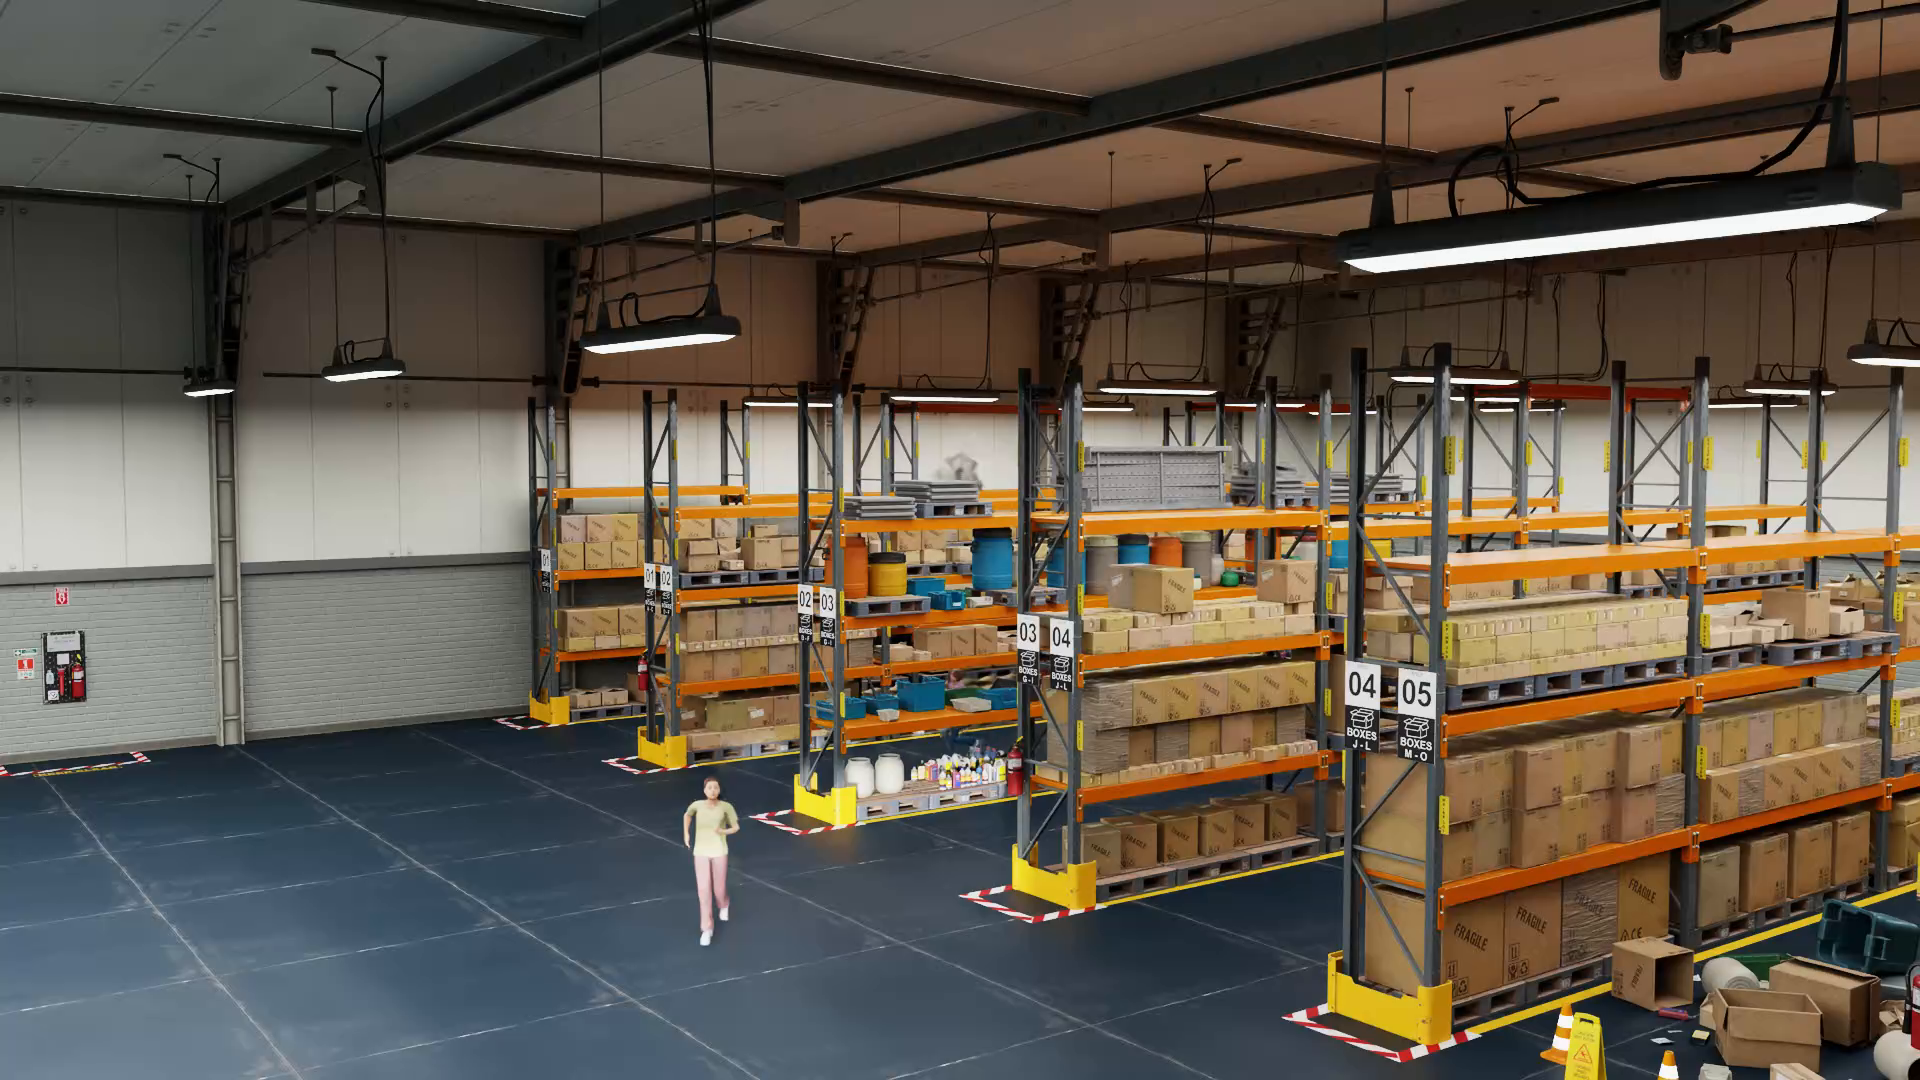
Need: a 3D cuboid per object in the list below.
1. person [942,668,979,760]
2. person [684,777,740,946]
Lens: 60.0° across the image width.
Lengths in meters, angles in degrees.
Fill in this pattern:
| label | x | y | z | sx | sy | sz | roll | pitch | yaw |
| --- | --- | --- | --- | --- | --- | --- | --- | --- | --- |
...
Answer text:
| label | x | y | z | sx | sy | sz | roll | pitch | yaw |
| --- | --- | --- | --- | --- | --- | --- | --- | --- | --- |
| person | -0.030 | 2.828 | 26.566 | 0.676 | 1.570 | 0.541 | -2 | 4 | -34 |
| person | -2.596 | 3.295 | 17.378 | 0.583 | 1.627 | 1.033 | 0 | 3 | -7 |
